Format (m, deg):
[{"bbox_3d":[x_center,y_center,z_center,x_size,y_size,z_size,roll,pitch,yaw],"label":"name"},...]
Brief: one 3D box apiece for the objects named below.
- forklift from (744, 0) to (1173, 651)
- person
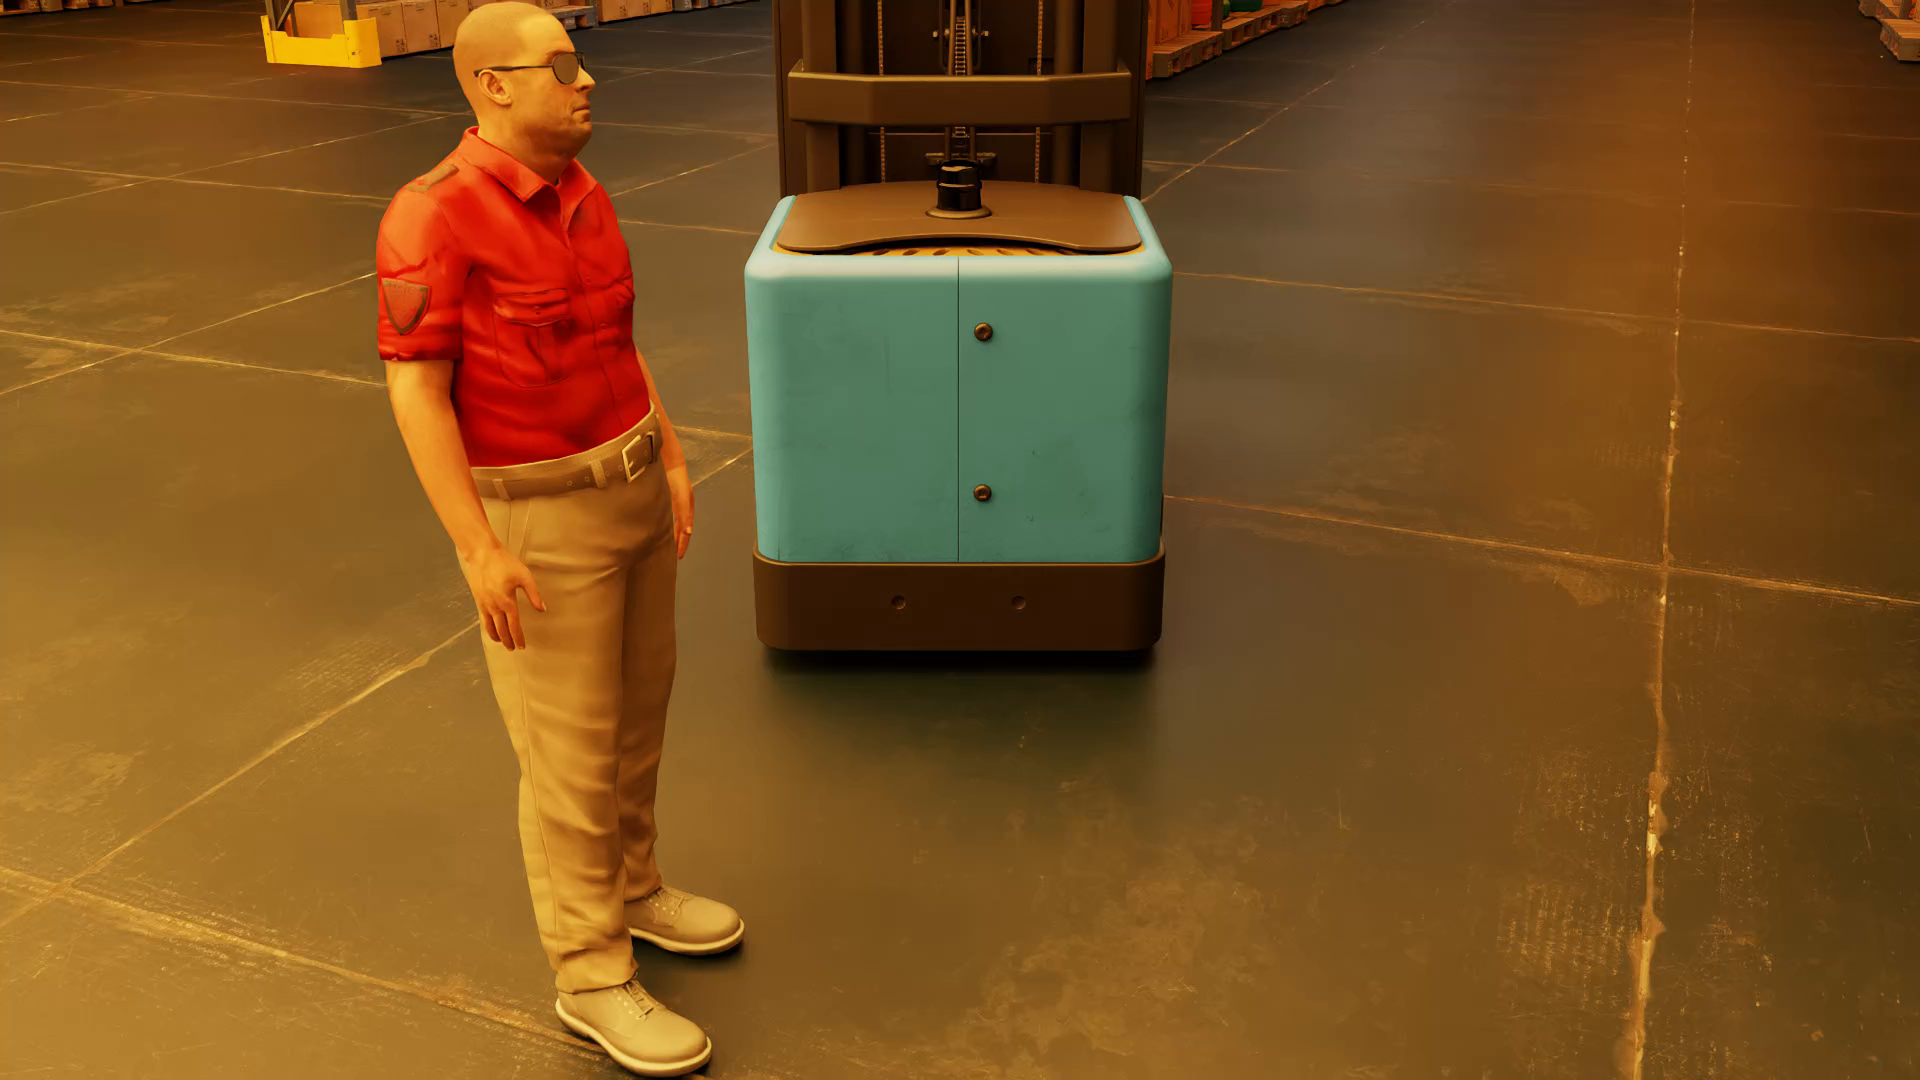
[{"bbox_3d":[0.002,-1.587,5.089,1.130,2.935,3.031,0,23,0],"label":"forklift"},{"bbox_3d":[-0.597,-0.013,2.862,0.550,1.727,0.642,9,24,20],"label":"person"}]
